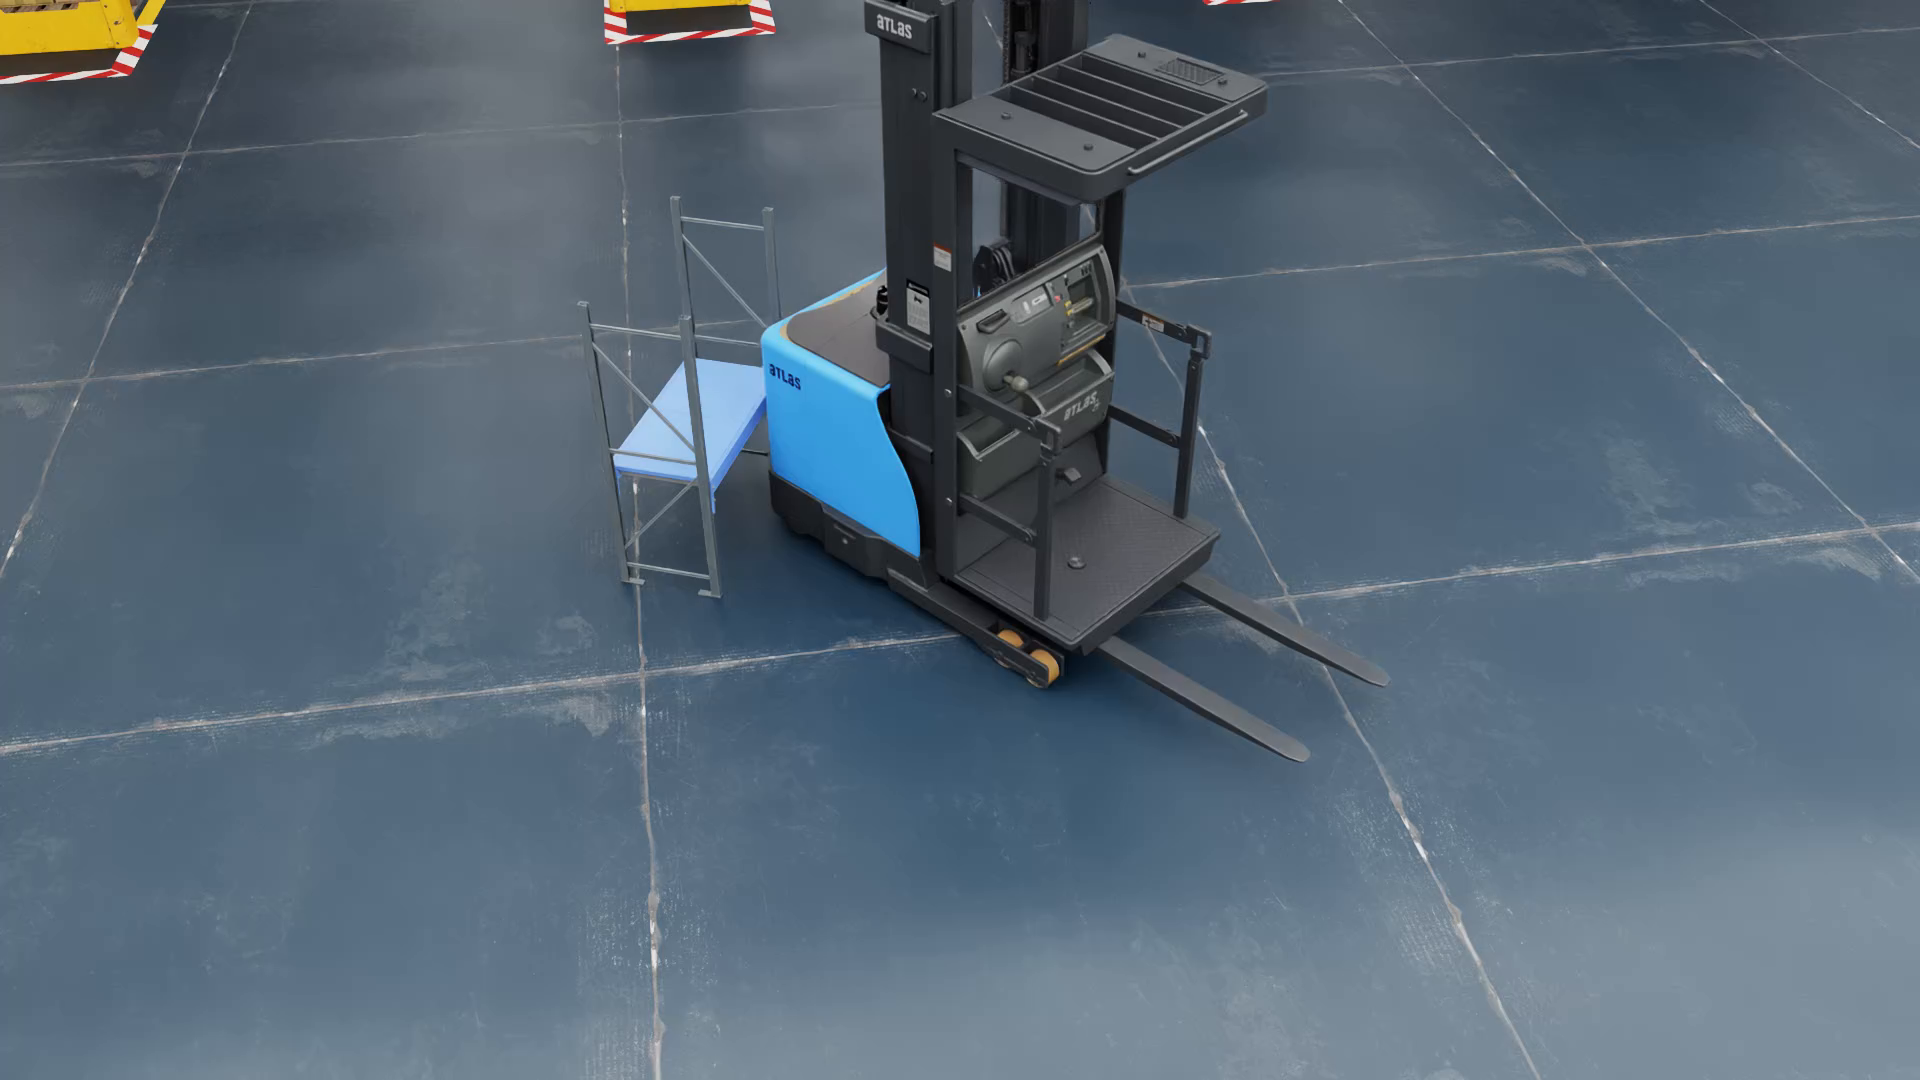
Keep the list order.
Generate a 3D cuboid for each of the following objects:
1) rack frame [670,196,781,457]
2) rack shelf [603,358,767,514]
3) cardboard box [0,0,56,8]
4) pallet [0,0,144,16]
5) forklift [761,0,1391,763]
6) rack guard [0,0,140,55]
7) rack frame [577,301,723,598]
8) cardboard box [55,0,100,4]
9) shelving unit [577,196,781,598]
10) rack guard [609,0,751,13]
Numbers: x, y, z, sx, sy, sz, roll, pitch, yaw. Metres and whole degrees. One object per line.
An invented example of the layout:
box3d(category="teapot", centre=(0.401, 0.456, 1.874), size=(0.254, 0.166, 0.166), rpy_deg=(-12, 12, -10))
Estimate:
box3d(category="rack frame", centre=(-1.109, -0.970, 8.175), size=(0.500, 1.500, 0.032), rpy_deg=(9, 39, 11))
box3d(category="rack shelf", centre=(-1.235, -0.525, 7.897), size=(0.538, 0.185, 1.000), rpy_deg=(9, 39, 11))
box3d(category="cardboard box", centre=(-7.552, -4.513, 13.413), size=(0.500, 0.250, 0.500), rpy_deg=(-6, 38, -8))
box3d(category="pallet", centre=(-7.343, -4.497, 13.767), size=(1.003, 0.211, 1.213), rpy_deg=(-6, 38, -8))
box3d(category="forklift", centre=(0.489, -0.873, 6.885), size=(3.031, 2.935, 1.130), rpy_deg=(30, 47, 32))
box3d(category="rack guard", centre=(-7.163, -4.139, 13.071), size=(1.175, 0.500, 0.348), rpy_deg=(-6, 38, -8))
box3d(category="rack frame", centre=(-1.362, -0.365, 7.398), size=(0.500, 1.500, 0.032), rpy_deg=(9, 39, 11))
box3d(category="cardboard box", centre=(-7.042, -4.569, 13.485), size=(0.500, 0.250, 0.500), rpy_deg=(-6, 38, -8))
box3d(category="shelving unit", centre=(-1.235, -0.667, 7.787), size=(0.538, 1.500, 1.048), rpy_deg=(9, 39, 11))
box3d(category="rack guard", centre=(-2.350, -4.725, 13.825), size=(1.175, 0.500, 0.348), rpy_deg=(-6, 38, -8))
